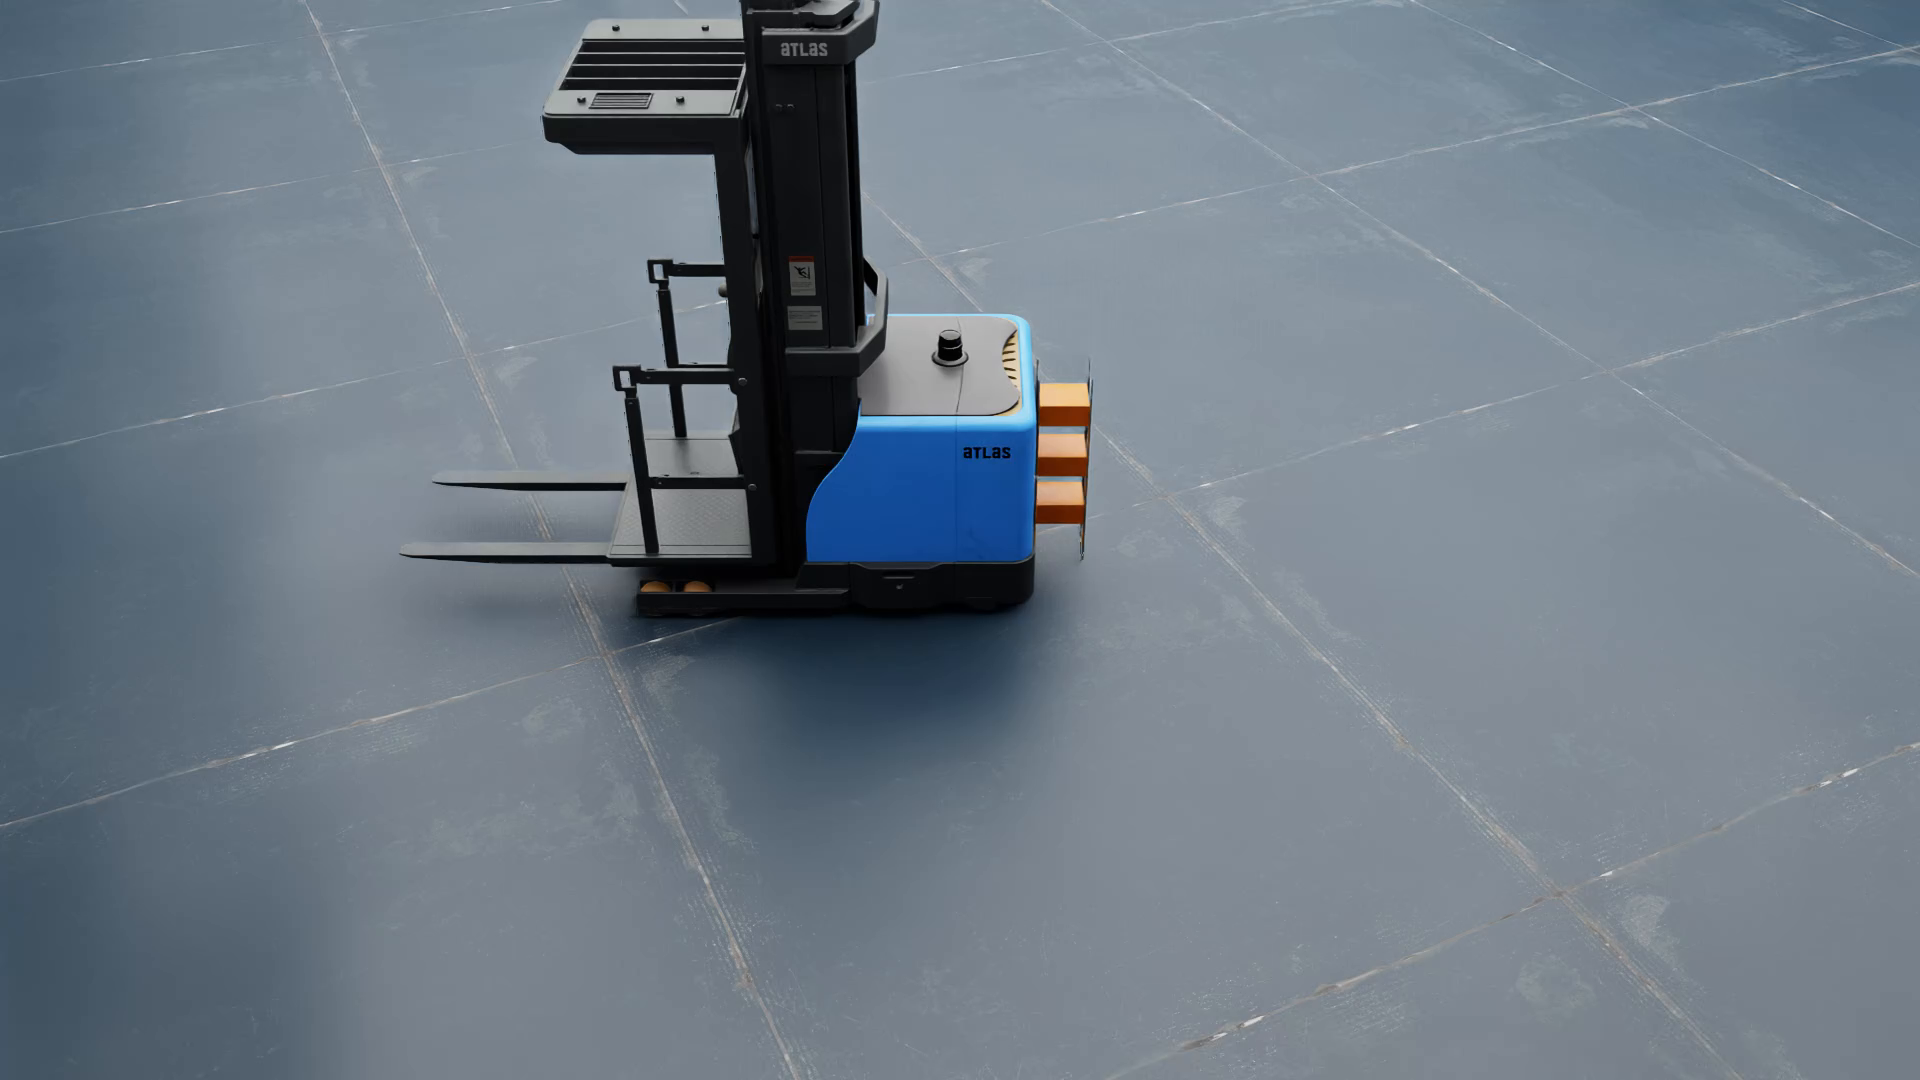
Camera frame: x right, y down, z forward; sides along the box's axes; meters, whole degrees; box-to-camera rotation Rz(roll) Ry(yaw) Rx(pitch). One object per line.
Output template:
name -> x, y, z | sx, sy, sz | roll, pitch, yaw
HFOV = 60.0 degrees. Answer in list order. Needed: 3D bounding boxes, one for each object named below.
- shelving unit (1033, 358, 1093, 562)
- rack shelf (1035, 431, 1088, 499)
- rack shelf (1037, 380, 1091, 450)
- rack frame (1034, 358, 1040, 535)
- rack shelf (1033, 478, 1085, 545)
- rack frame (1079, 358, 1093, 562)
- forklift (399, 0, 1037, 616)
shelving unit -> 0.485, -0.371, 8.012 | 0.252, 1.050, 0.215 | 0, 37, 0
rack shelf -> 0.485, -0.363, 8.018 | 0.240, 0.259, 0.215 | 0, 37, 0
rack shelf -> 0.485, -0.591, 7.849 | 0.240, 0.259, 0.215 | 0, 37, 0
rack frame -> 0.363, -0.371, 8.012 | 0.008, 1.050, 0.200 | 0, 37, 0
rack shelf -> 0.485, -0.139, 8.184 | 0.240, 0.259, 0.215 | 0, 37, 0
rack frame -> 0.607, -0.371, 8.012 | 0.008, 1.050, 0.200 | 0, 37, 0
forklift -> -1.163, -1.131, 7.457 | 3.031, 2.935, 1.130 | 0, 37, 0
